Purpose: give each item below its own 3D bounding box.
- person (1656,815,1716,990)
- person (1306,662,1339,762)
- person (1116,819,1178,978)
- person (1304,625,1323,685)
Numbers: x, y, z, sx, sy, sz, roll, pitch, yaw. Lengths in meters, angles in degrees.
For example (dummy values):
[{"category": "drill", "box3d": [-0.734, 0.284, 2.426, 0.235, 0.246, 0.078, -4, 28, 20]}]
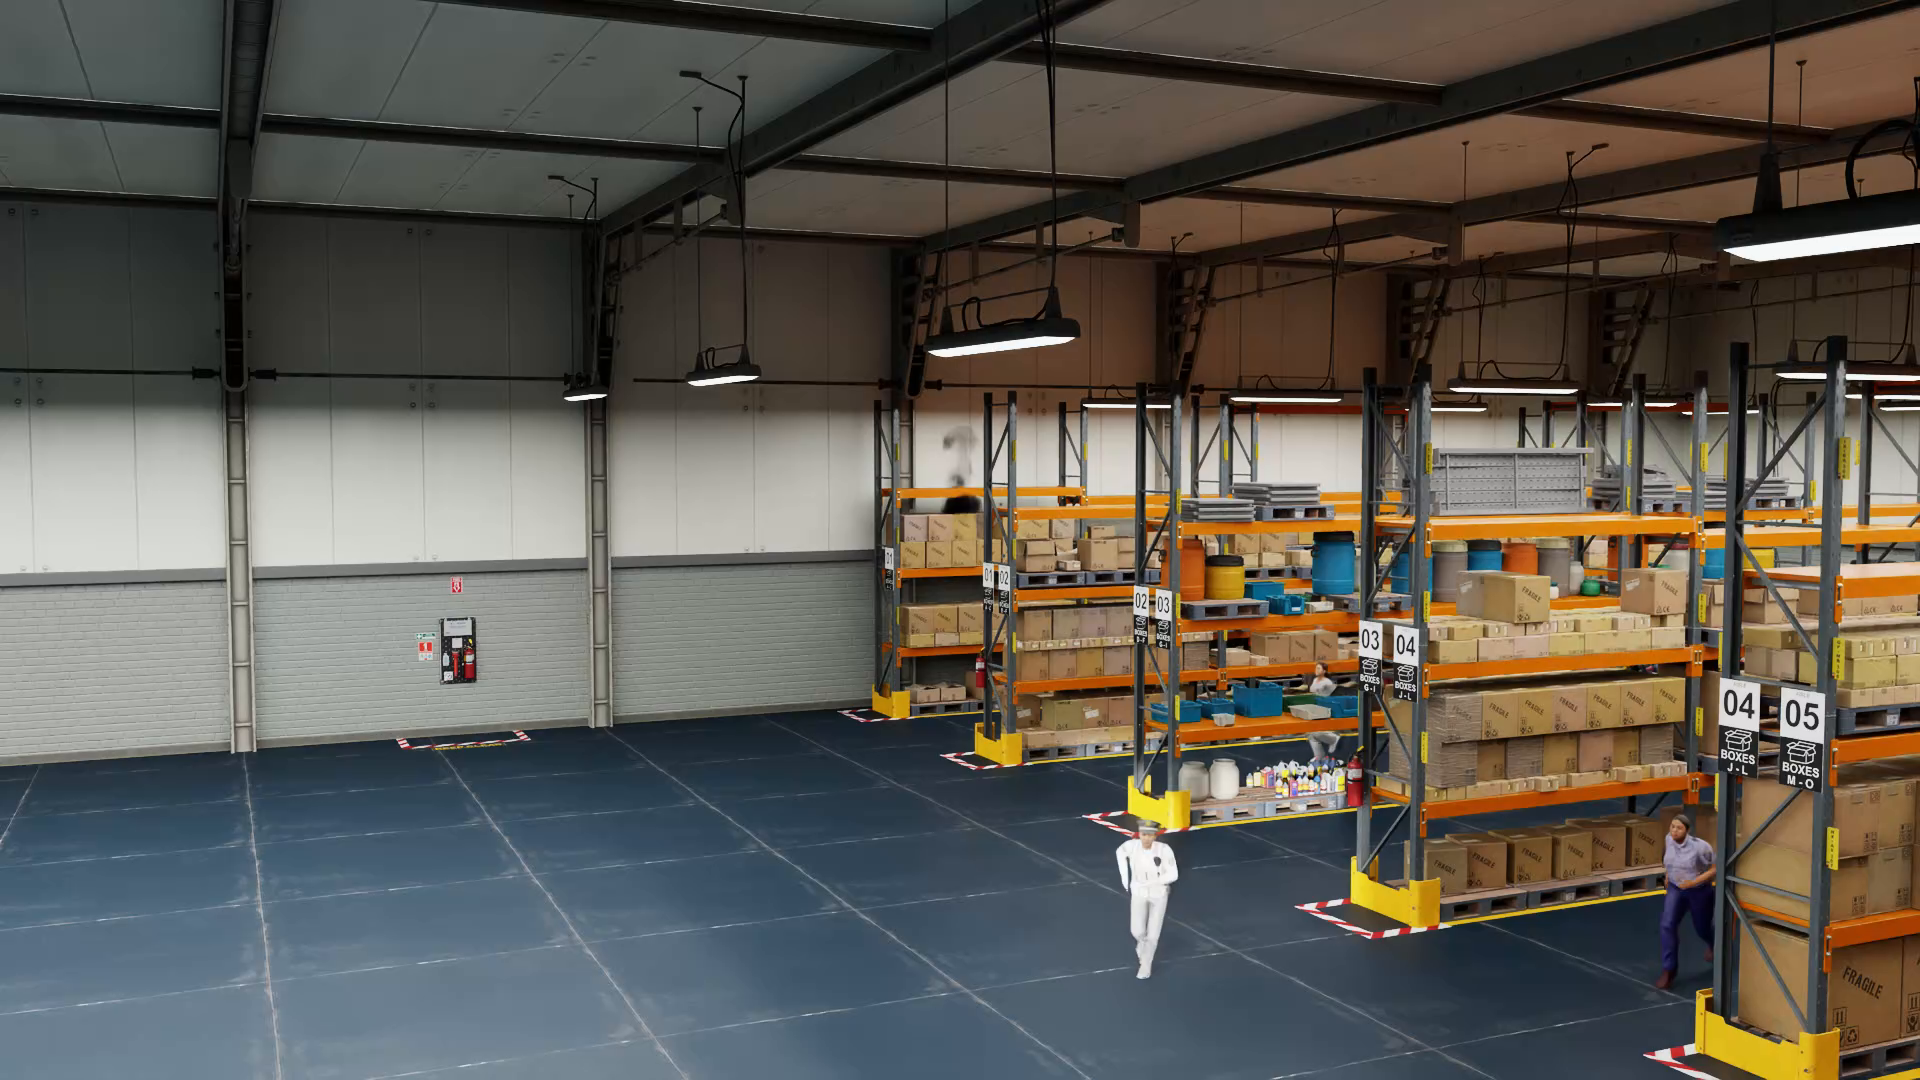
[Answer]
[{"category": "person", "box3d": [7.044, 3.441, 16.001, 1.063, 1.638, 0.609, -3, 4, -40]}, {"category": "person", "box3d": [5.867, 2.789, 26.994, 0.572, 1.630, 0.566, -2, 4, -31]}, {"category": "person", "box3d": [1.786, 3.435, 15.950, 0.602, 1.612, 0.680, 1, 3, 9]}, {"category": "person", "box3d": [6.884, 2.470, 32.061, 0.585, 1.682, 0.661, -1, 4, -19]}]
